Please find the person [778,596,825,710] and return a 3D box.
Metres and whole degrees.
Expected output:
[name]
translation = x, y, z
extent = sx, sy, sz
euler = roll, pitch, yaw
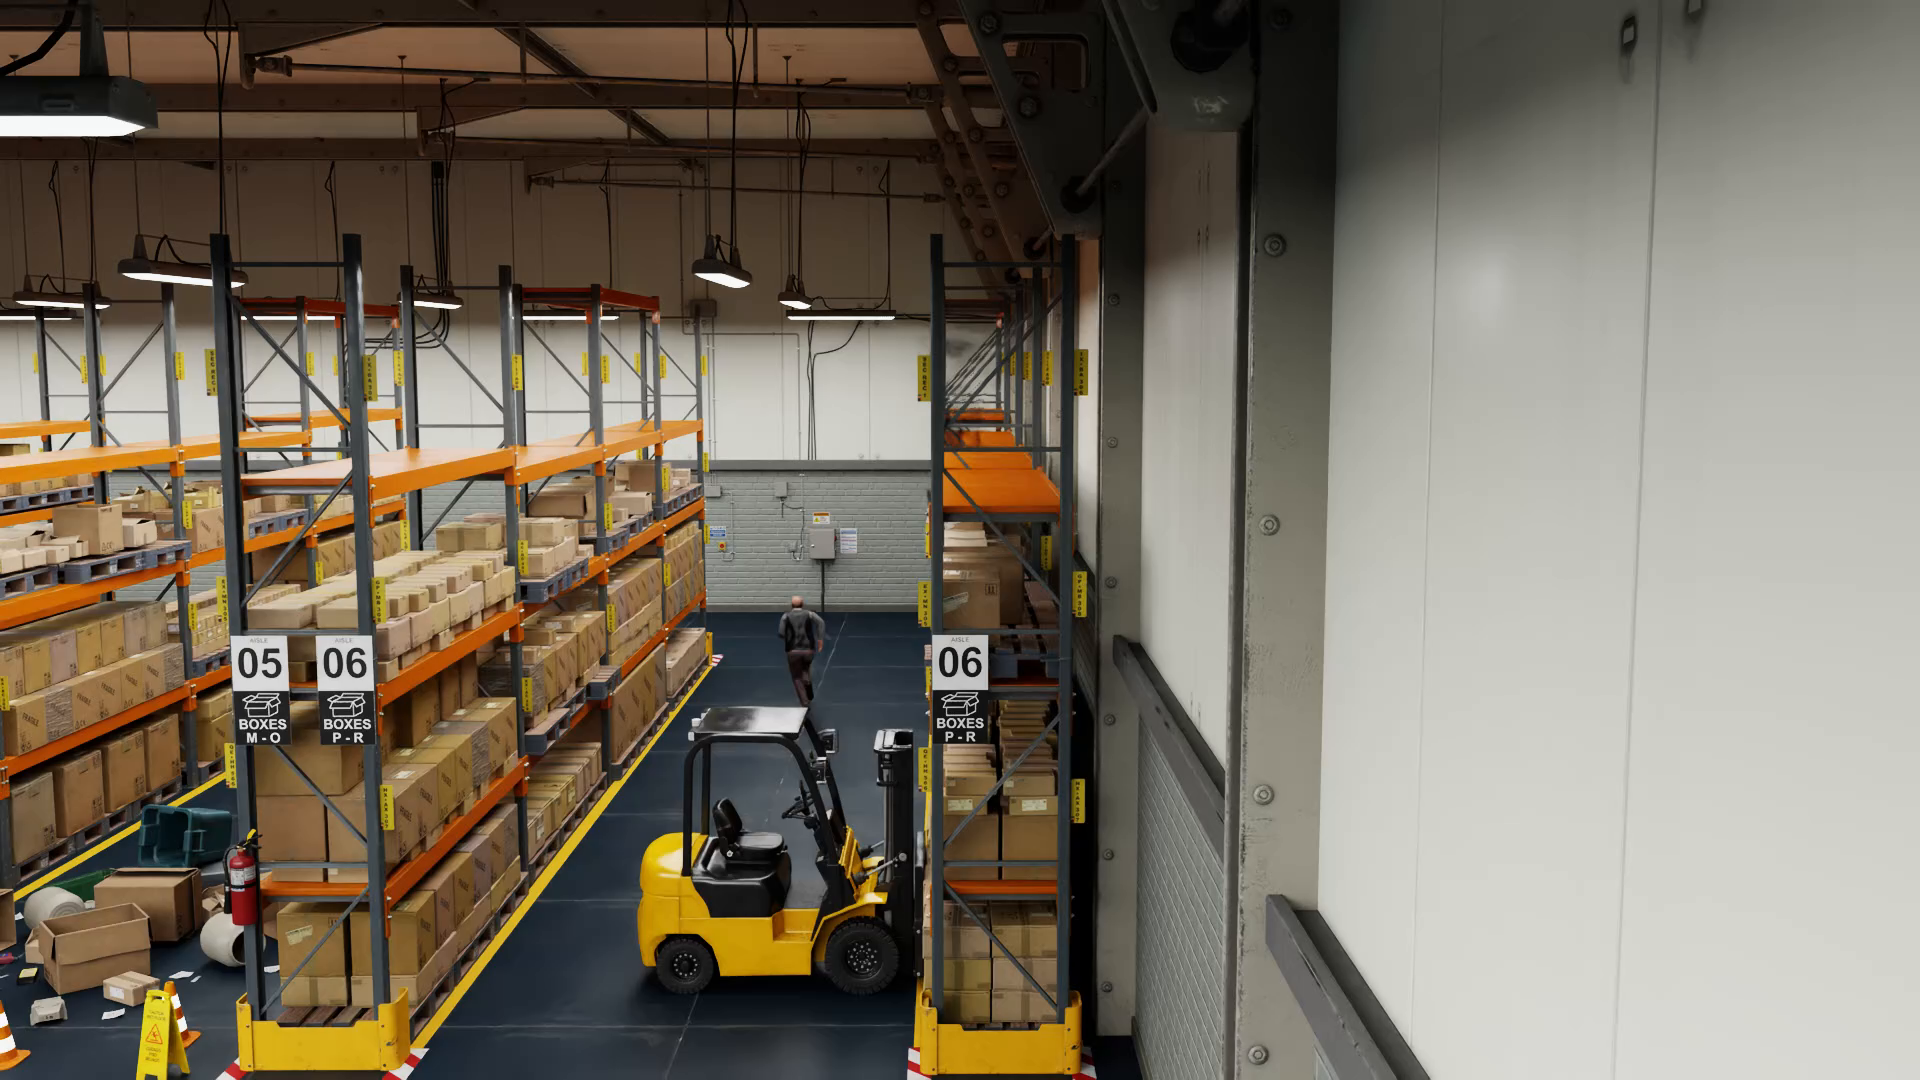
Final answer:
[person]
translation = -2.349, 1.652, 24.473
extent = 0.645, 1.647, 0.738
euler = -2, 7, -21
